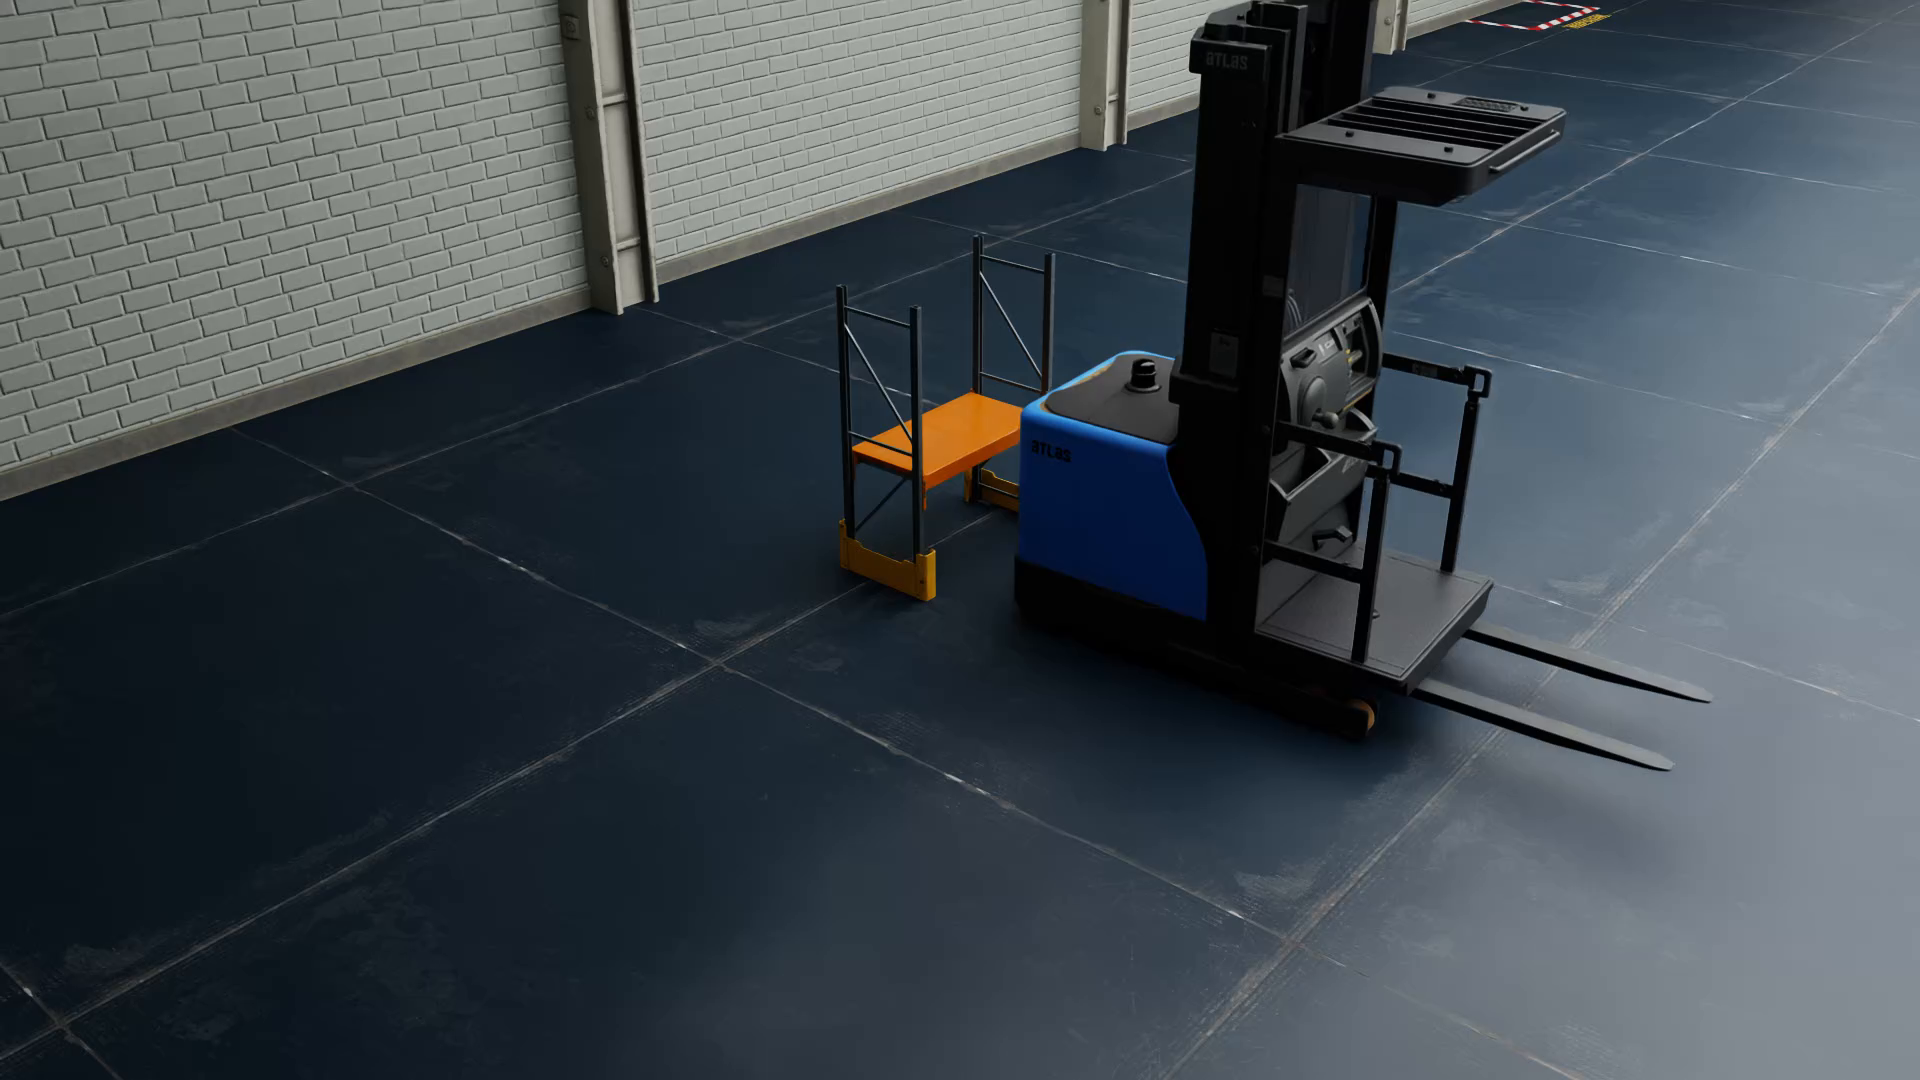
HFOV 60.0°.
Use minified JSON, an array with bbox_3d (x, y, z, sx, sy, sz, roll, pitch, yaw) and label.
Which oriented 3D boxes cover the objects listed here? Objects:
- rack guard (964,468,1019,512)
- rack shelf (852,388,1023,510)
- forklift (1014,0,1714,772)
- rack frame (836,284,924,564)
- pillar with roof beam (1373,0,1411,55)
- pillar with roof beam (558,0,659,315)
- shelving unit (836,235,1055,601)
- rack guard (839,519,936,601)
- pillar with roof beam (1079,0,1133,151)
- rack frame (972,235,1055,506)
[{"bbox_3d":[0.268,-0.261,8.982,0.587,0.250,0.087,21,34,34],"label":"rack guard"},{"bbox_3d":[-0.054,-0.476,8.430,0.538,0.185,1.000,21,34,34],"label":"rack shelf"},{"bbox_3d":[1.752,-0.732,6.974,3.031,2.935,1.130,18,33,31],"label":"forklift"},{"bbox_3d":[-0.378,-0.456,7.999,0.500,1.500,0.032,21,34,34],"label":"rack frame"},{"bbox_3d":[8.523,-8.712,15.797,9.100,9.000,0.400,21,34,34],"label":"pillar with roof beam"},{"bbox_3d":[0.890,-4.457,7.572,9.100,9.000,0.400,21,34,34],"label":"pillar with roof beam"},{"bbox_3d":[-0.048,-0.639,8.353,0.587,1.500,1.083,21,34,34],"label":"shelving unit"},{"bbox_3d":[-0.365,0.093,8.299,0.587,0.250,0.087,21,34,34],"label":"rack guard"},{"bbox_3d":[4.706,-6.585,11.684,9.100,9.000,0.400,21,34,34],"label":"pillar with roof beam"},{"bbox_3d":[0.269,-0.816,8.695,0.500,1.500,0.032,21,34,34],"label":"rack frame"}]
